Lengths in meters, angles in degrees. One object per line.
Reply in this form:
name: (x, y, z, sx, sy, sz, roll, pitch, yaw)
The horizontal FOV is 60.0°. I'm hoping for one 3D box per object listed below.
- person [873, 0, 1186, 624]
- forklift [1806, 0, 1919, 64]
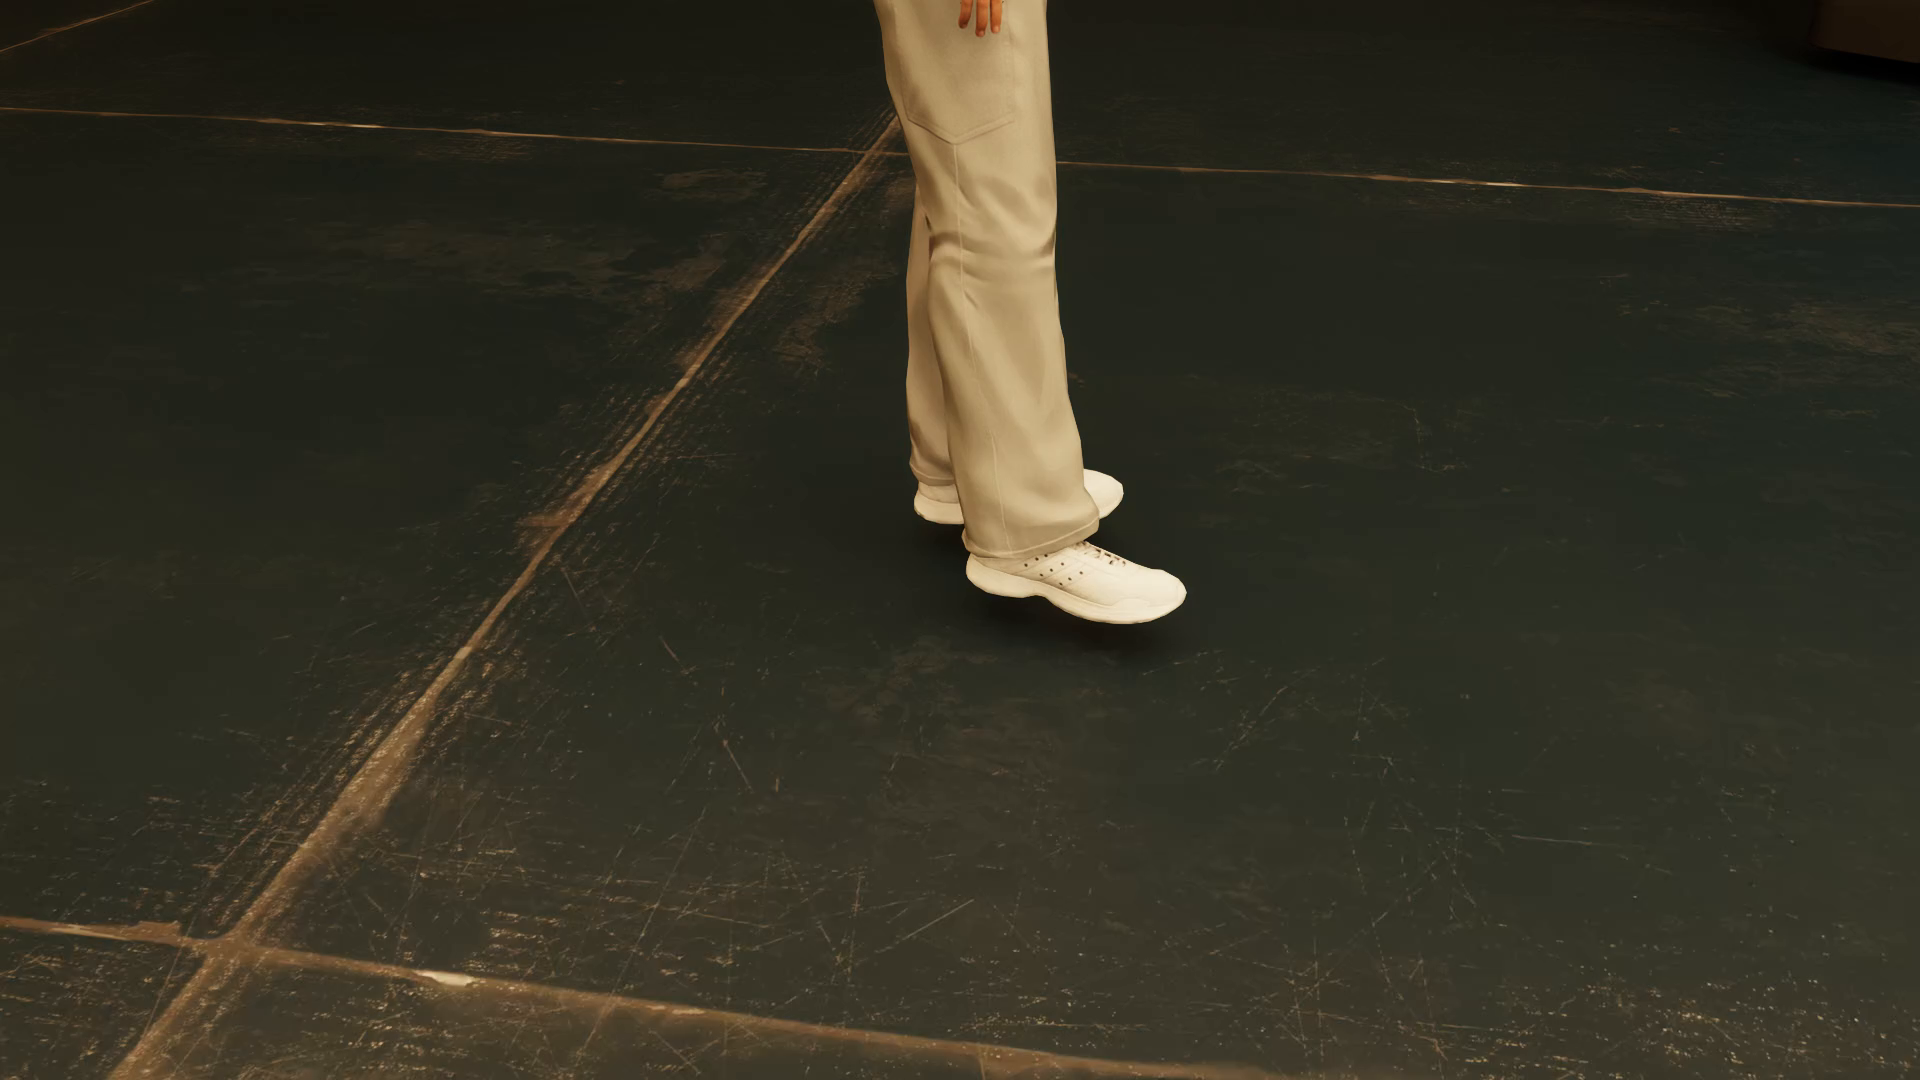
person: (0.070, -0.762, 2.047, 0.547, 1.673, 0.549, 5, 29, 9)
forklift: (4.017, -3.053, 4.984, 3.031, 2.935, 1.130, -24, 37, -37)
